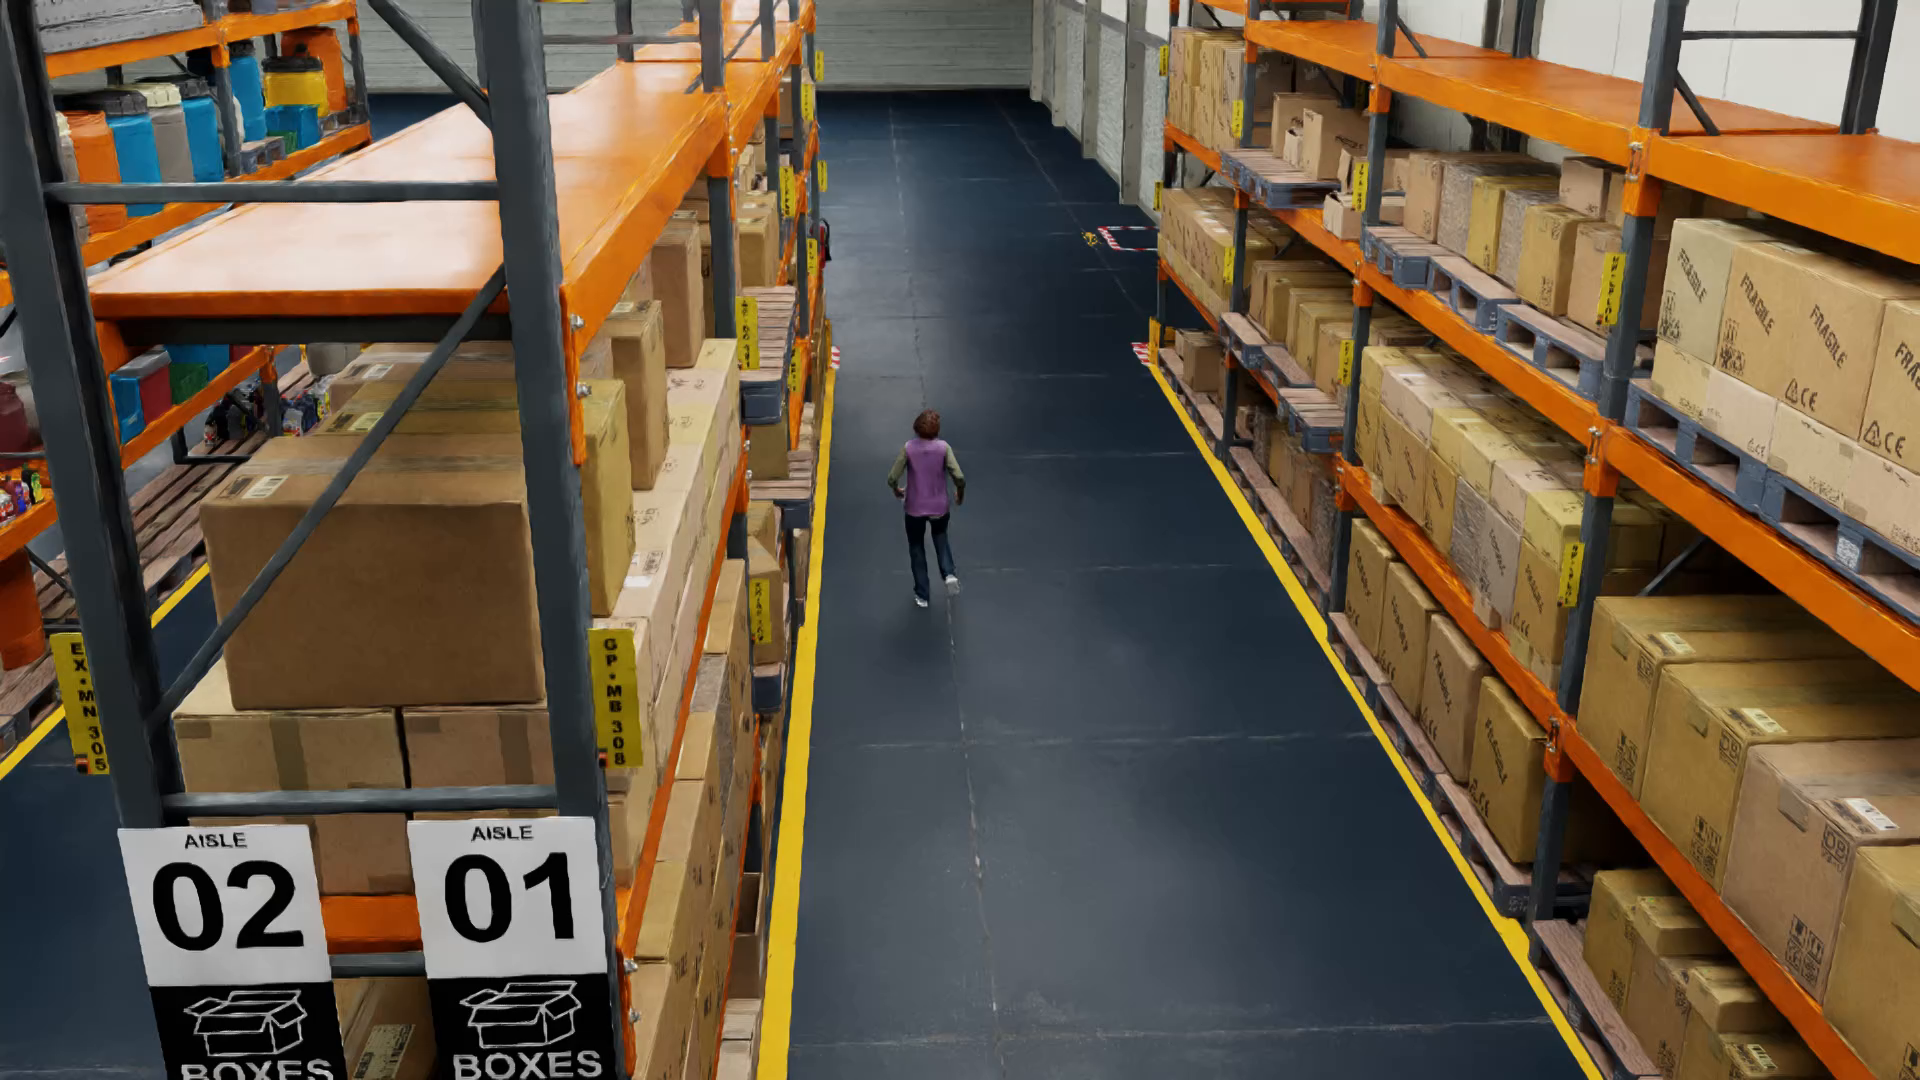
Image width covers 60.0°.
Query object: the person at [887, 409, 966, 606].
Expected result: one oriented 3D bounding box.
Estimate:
[{"bbox_3d":[-0.266,-0.253,12.594,0.585,1.571,0.441,-3,21,-7],"label":"person"}]
